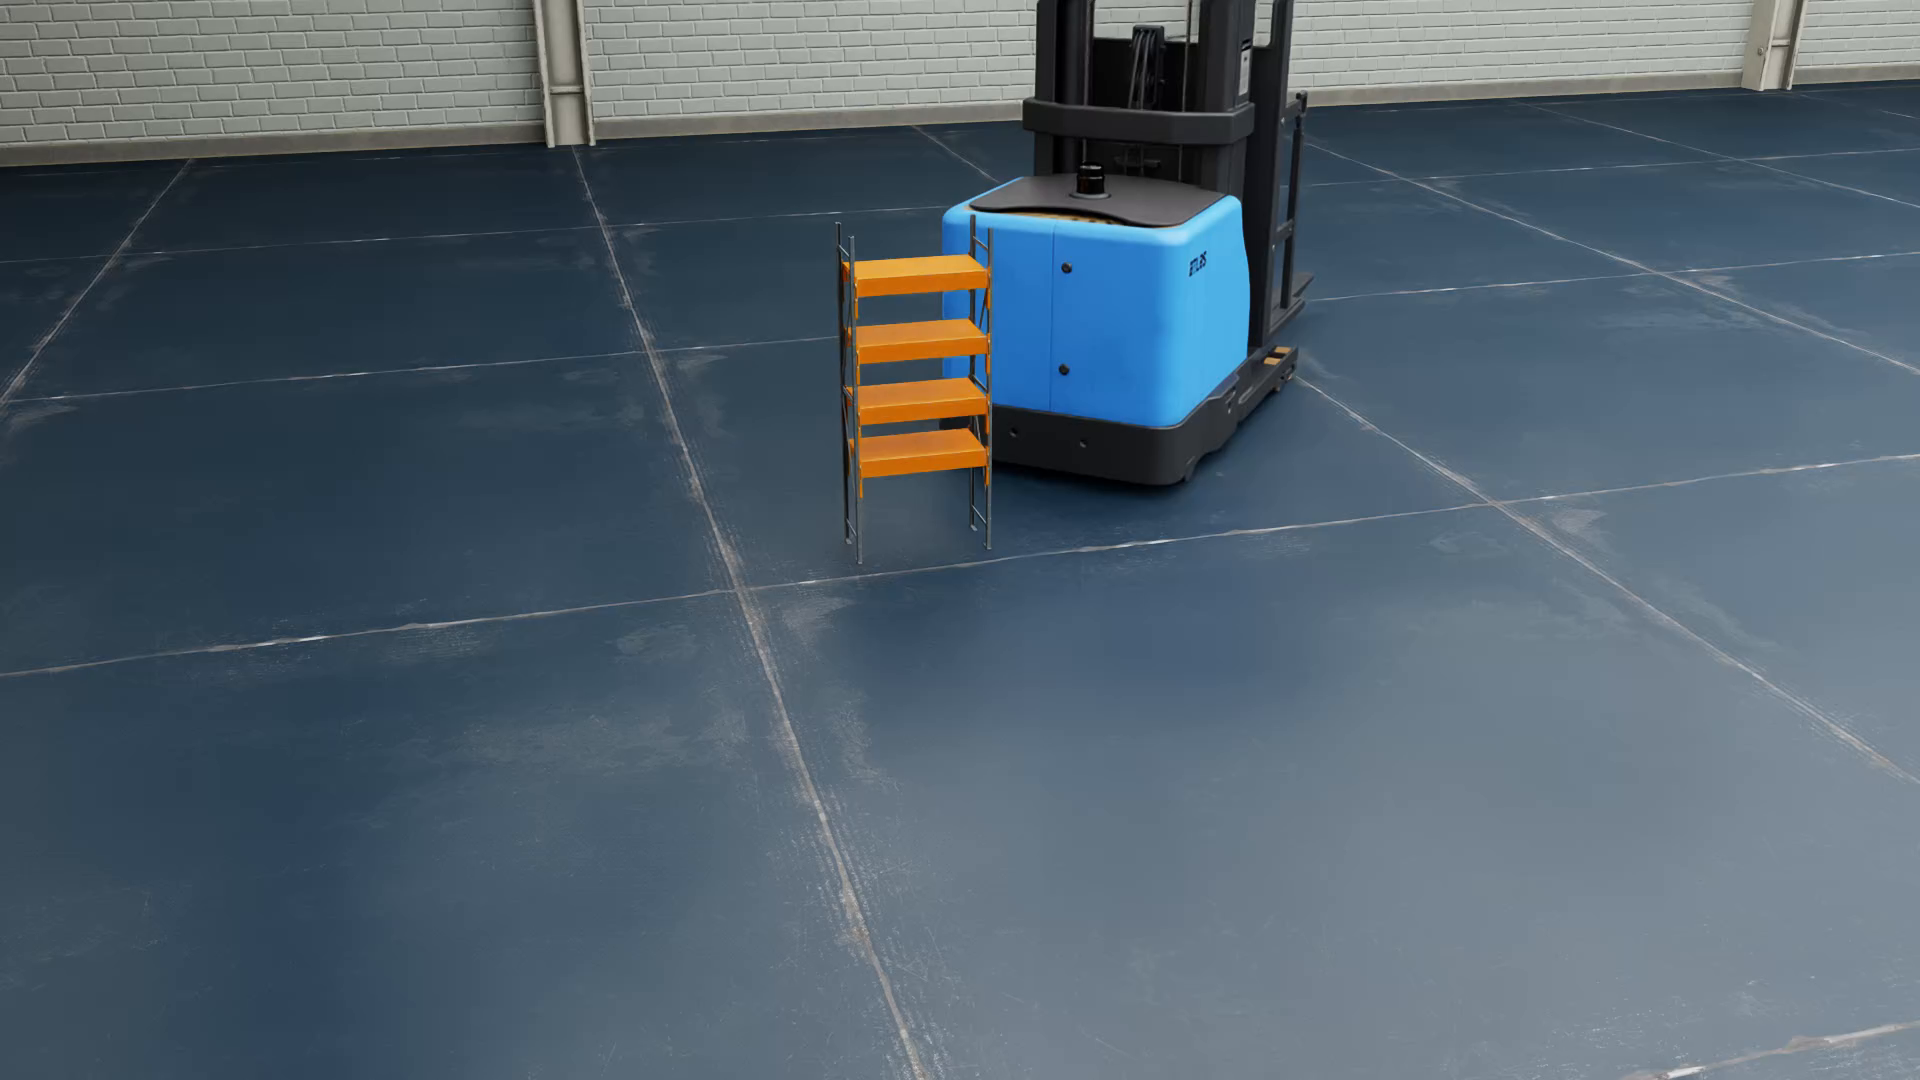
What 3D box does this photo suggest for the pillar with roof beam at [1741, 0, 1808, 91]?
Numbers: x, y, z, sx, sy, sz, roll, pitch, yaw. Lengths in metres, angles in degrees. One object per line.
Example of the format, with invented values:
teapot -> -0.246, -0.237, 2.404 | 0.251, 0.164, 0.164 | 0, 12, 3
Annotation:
pillar with roof beam -> 9.421, -7.139, 11.476 | 0.400, 9.000, 9.100 | -6, 24, -14

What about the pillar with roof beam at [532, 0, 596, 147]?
pillar with roof beam -> -2.133, -5.861, 8.498 | 0.400, 9.000, 9.100 | -6, 24, -14

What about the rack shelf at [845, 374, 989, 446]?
rack shelf -> -0.159, -0.472, 5.999 | 0.480, 0.148, 0.258 | -6, 24, -14

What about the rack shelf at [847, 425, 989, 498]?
rack shelf -> -0.159, -0.289, 6.077 | 0.480, 0.148, 0.258 | -6, 24, -14

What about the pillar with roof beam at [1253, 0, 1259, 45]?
pillar with roof beam -> 3.644, -6.500, 9.987 | 0.400, 9.000, 9.100 | -6, 24, -14

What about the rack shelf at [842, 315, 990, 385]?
rack shelf -> -0.159, -0.677, 5.911 | 0.480, 0.148, 0.258 | -6, 24, -14

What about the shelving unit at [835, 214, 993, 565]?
shelving unit -> -0.159, -0.534, 5.972 | 0.503, 1.200, 0.258 | -6, 24, -14

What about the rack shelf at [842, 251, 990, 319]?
rack shelf -> -0.159, -0.895, 5.817 | 0.480, 0.148, 0.258 | -6, 24, -14

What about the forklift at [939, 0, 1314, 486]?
forklift -> 0.989, -2.110, 7.450 | 1.130, 2.935, 3.031 | 10, 25, 23

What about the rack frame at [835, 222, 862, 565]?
rack frame -> -0.394, -0.508, 5.912 | 0.015, 1.200, 0.240 | -6, 24, -14

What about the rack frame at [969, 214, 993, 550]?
rack frame -> 0.076, -0.560, 6.033 | 0.015, 1.200, 0.240 | -6, 24, -14
